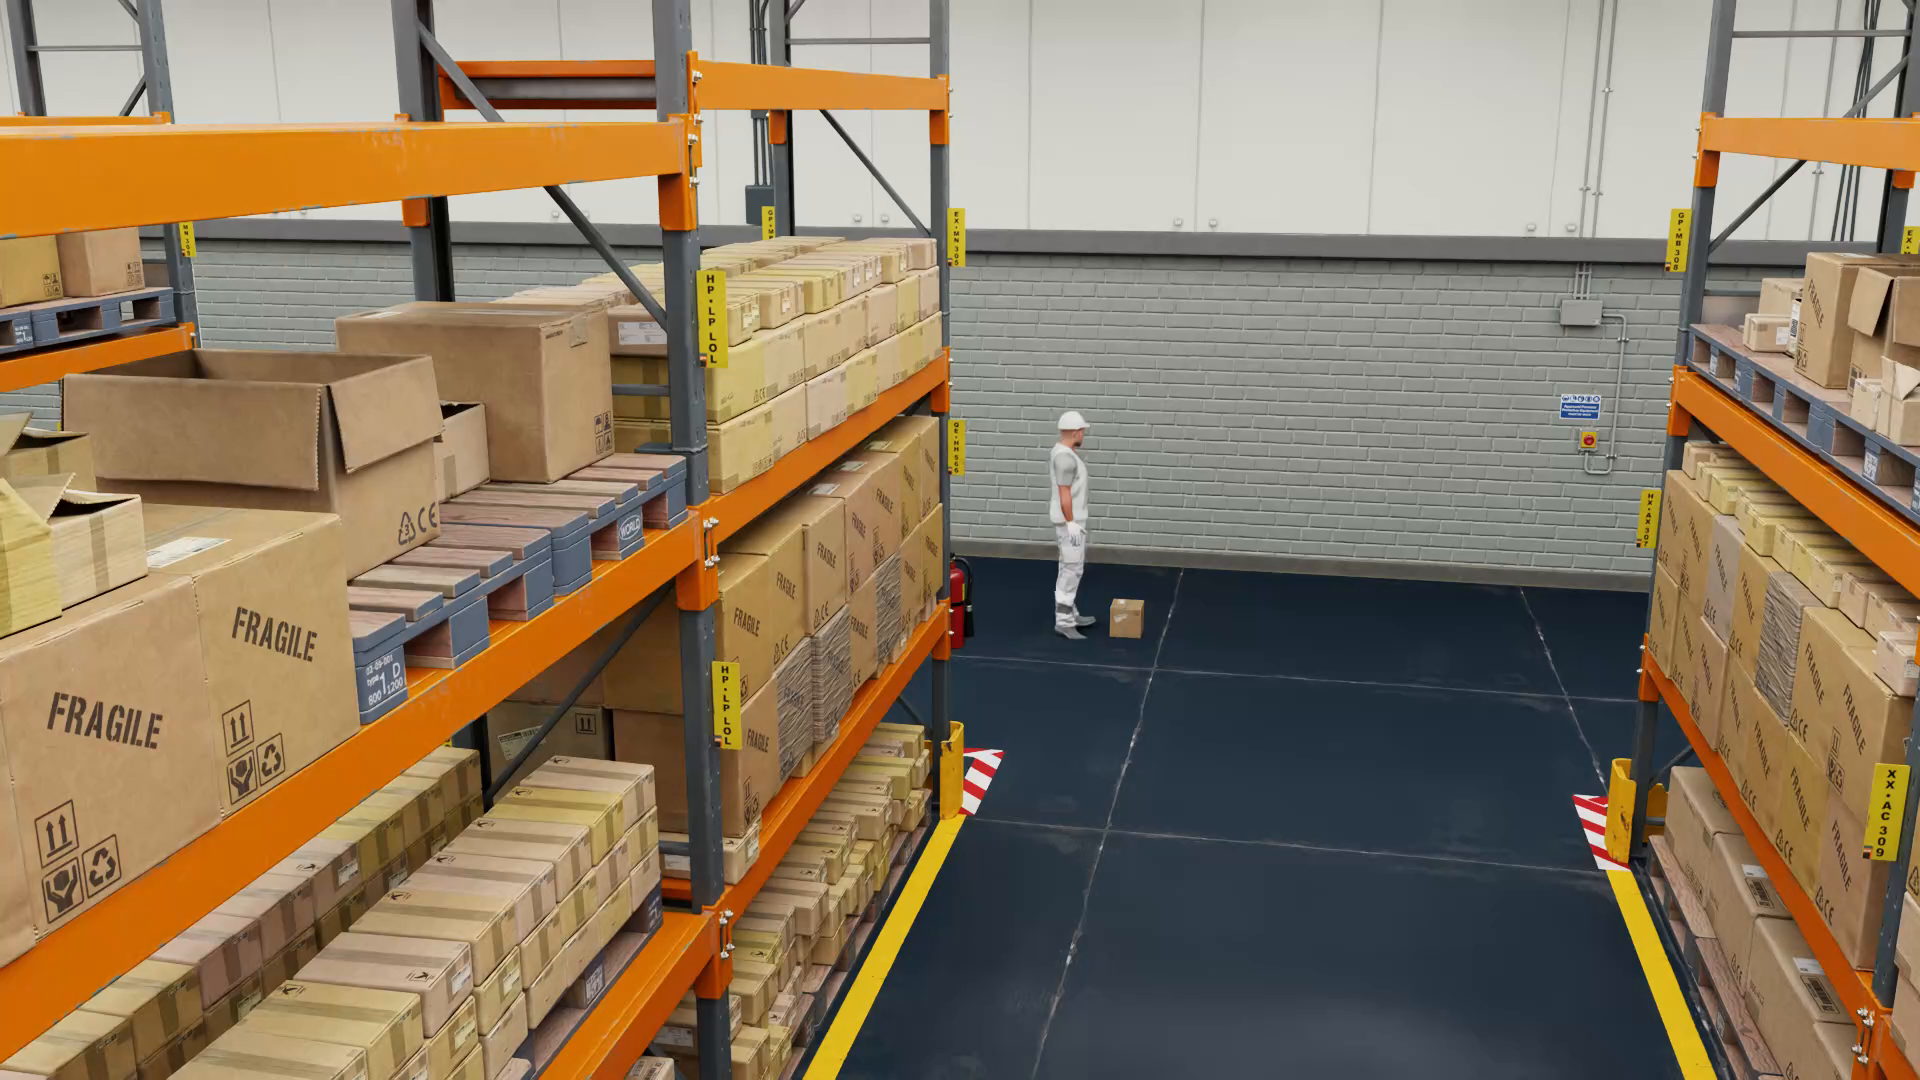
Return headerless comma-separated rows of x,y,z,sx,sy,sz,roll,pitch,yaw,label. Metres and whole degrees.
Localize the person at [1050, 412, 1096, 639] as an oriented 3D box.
0.920,-0.121,13.480,0.401,1.849,0.630,1,15,4,person
